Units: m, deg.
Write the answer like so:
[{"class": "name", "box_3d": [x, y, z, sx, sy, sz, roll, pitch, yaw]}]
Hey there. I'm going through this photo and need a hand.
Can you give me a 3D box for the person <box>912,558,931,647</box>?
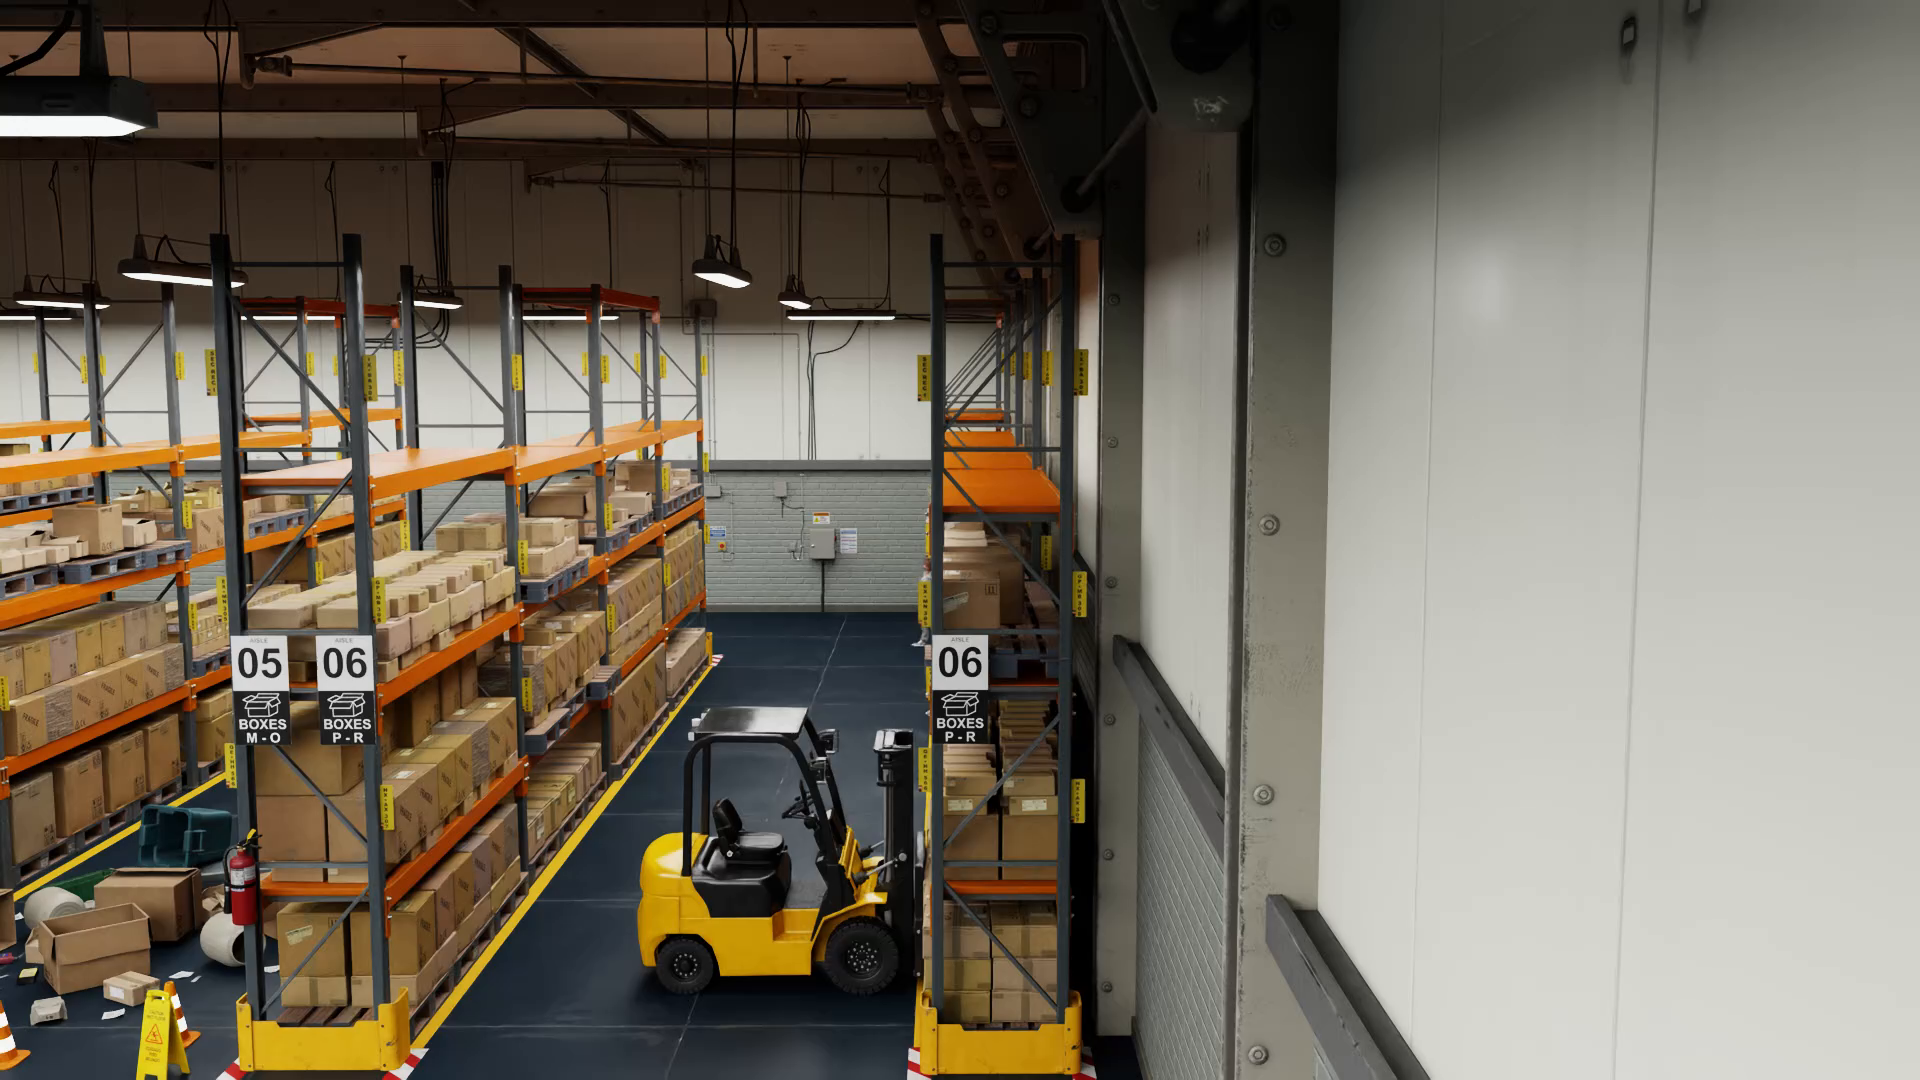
[{"class": "person", "box_3d": [-0.490, 1.104, 29.676, 0.761, 1.576, 0.417, -2, 7, -20]}]
